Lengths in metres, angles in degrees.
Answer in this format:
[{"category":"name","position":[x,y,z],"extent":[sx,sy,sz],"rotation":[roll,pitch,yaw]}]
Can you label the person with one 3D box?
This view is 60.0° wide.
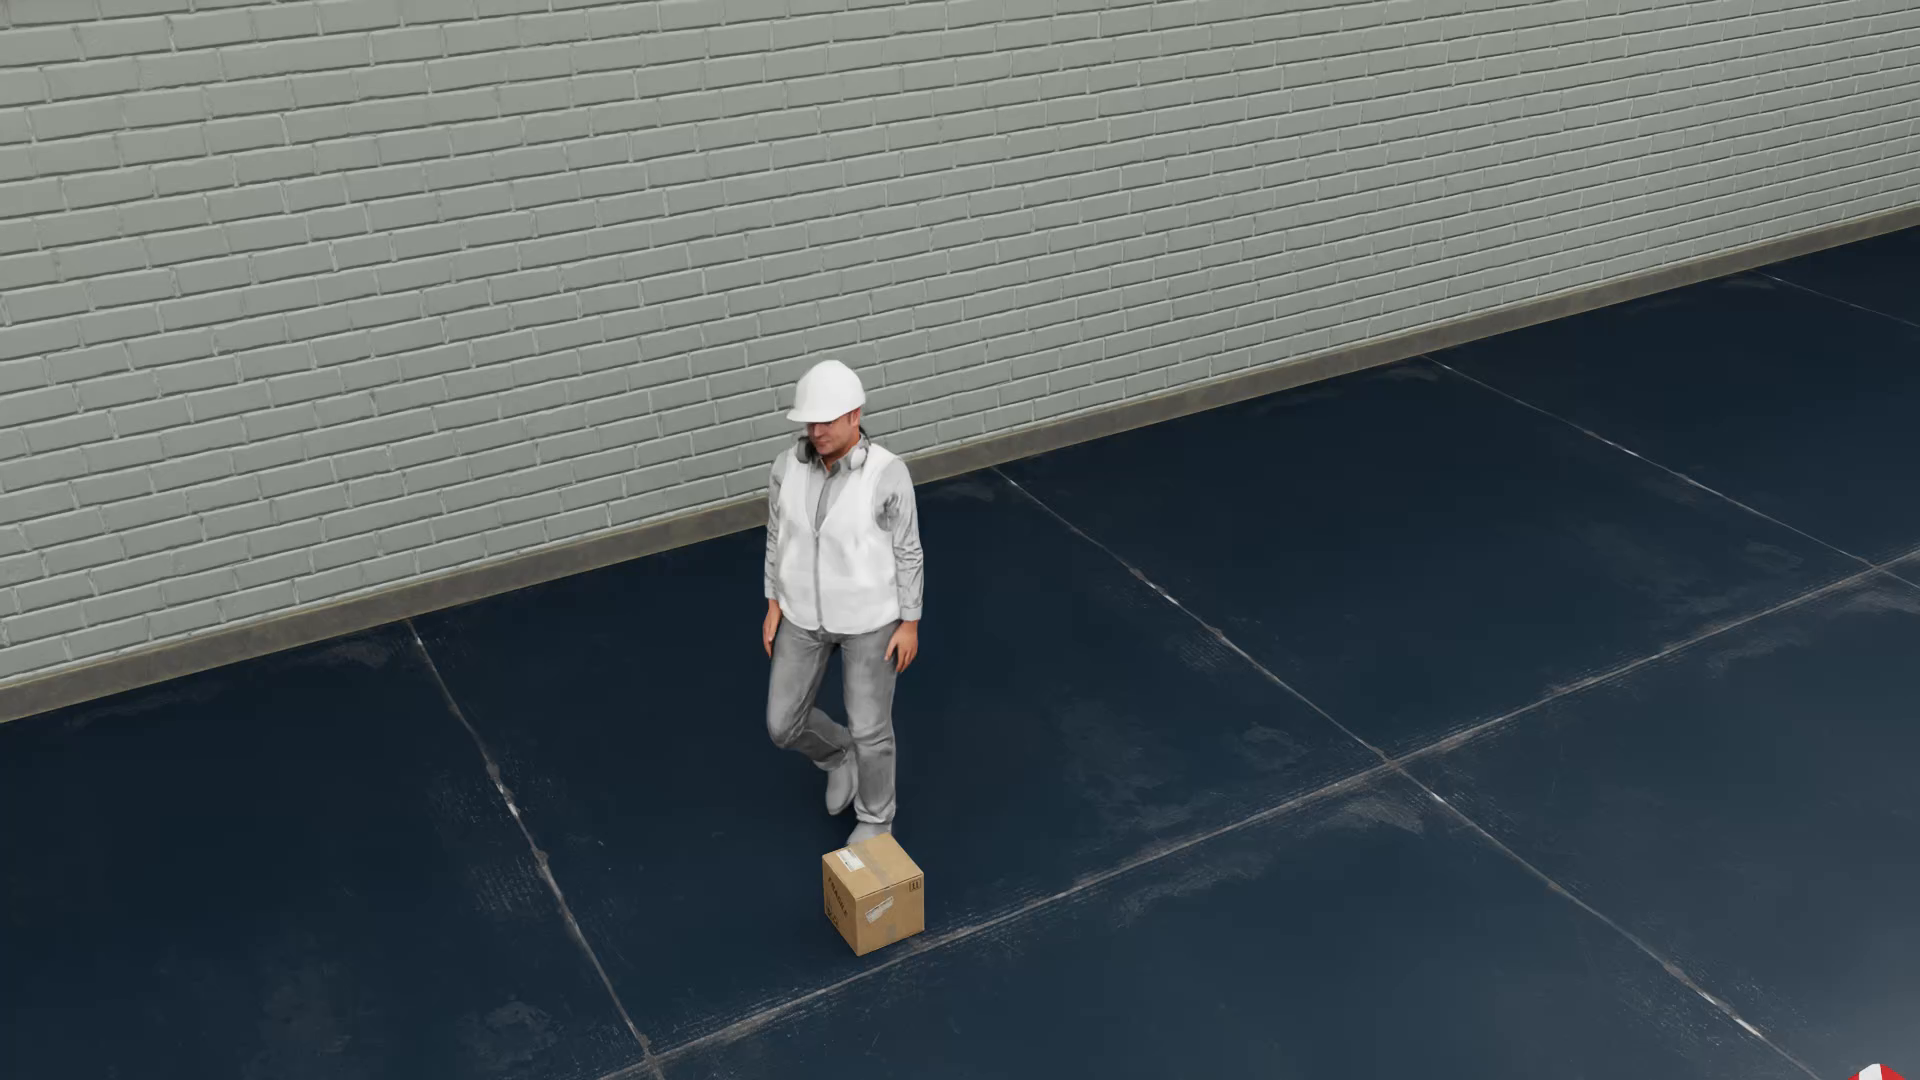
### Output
[{"category":"person","position":[-0.411,0.264,5.613],"extent":[0.565,1.764,0.490],"rotation":[9,30,16]}]
